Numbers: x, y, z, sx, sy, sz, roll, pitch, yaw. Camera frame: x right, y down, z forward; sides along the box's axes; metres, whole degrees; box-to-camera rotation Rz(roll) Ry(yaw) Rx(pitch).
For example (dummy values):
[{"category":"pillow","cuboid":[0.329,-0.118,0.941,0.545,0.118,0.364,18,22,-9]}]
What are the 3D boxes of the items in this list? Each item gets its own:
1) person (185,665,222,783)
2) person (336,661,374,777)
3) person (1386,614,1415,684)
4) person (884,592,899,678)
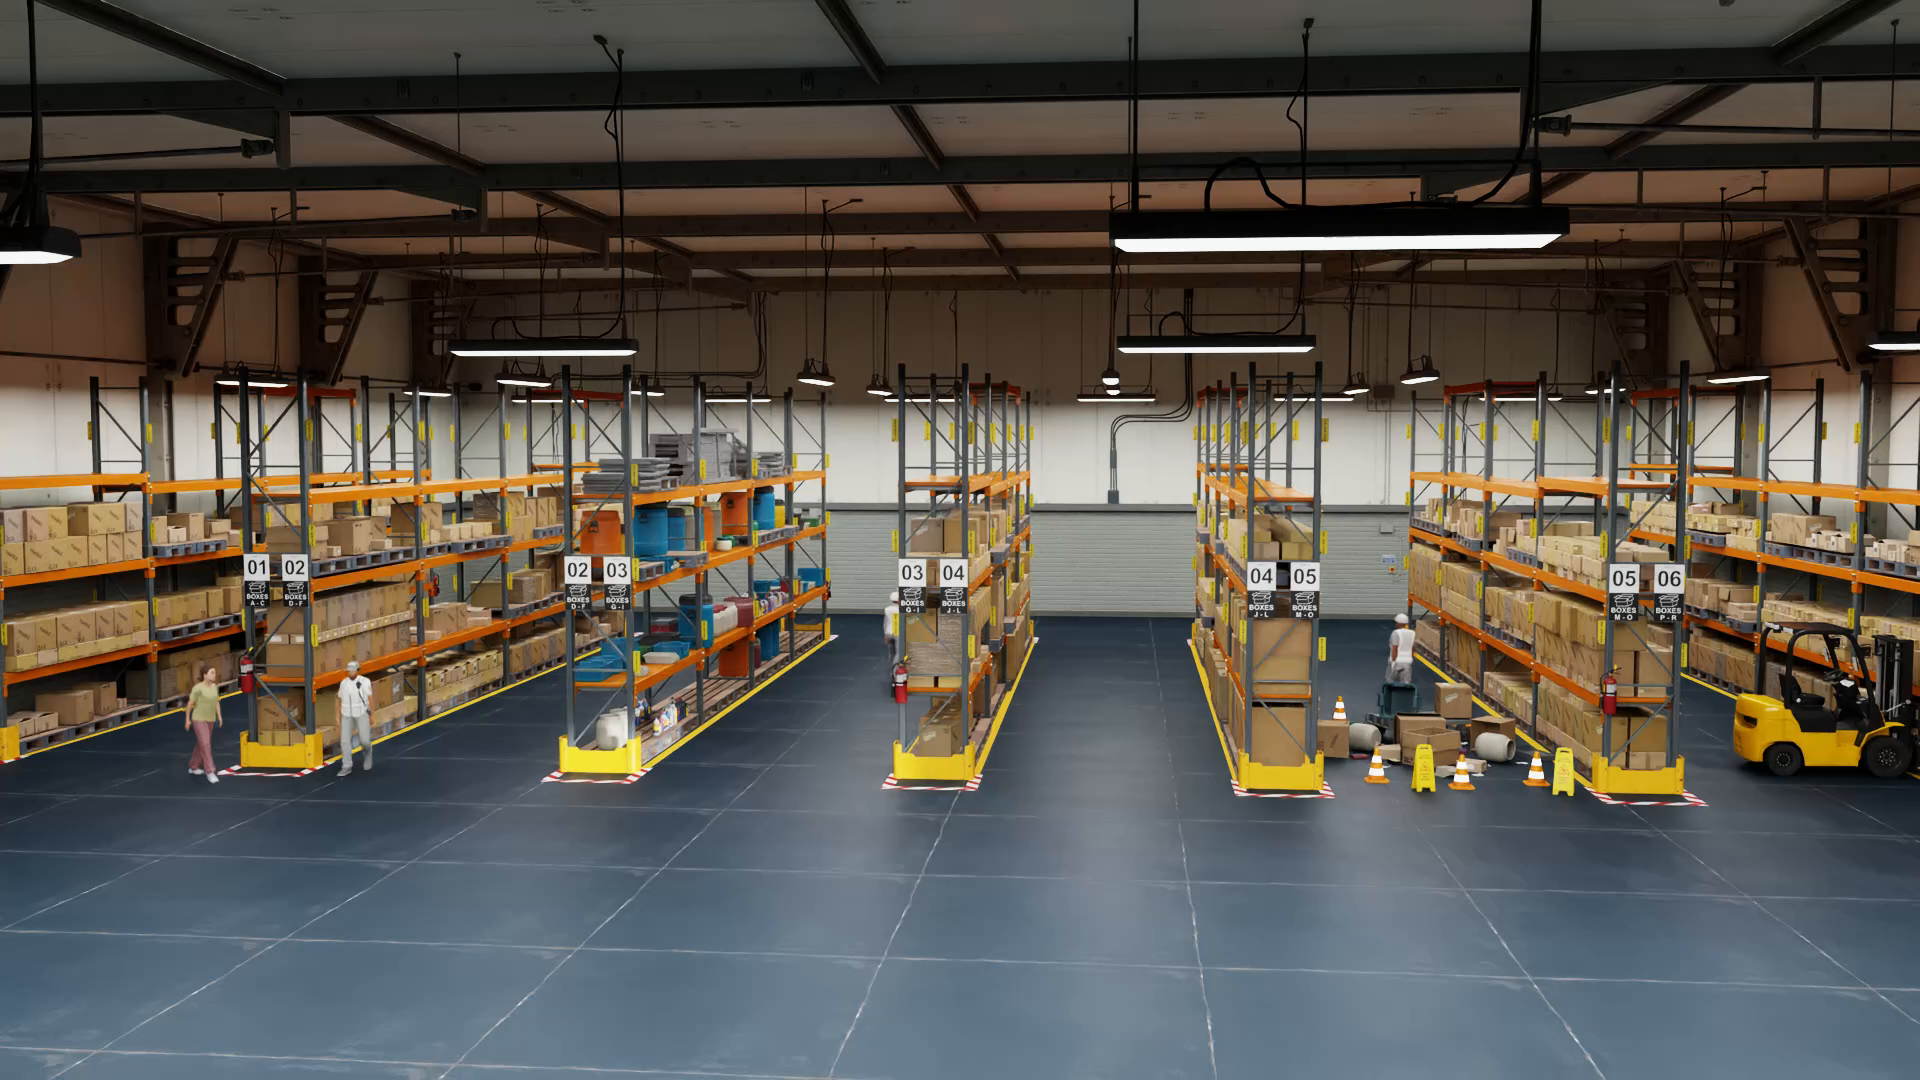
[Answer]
[{"category":"person","cuboid":[-10.933,2.634,24.104,0.859,1.652,0.479,2,4,28]},{"category":"person","cuboid":[-8.901,2.600,24.454,0.543,1.663,0.611,0,4,2]},{"category":"person","cuboid":[7.892,2.228,29.652,0.530,1.818,0.556,0,4,-5]},{"category":"person","cuboid":[-1.313,1.938,34.024,0.608,1.771,0.702,3,4,34]}]
